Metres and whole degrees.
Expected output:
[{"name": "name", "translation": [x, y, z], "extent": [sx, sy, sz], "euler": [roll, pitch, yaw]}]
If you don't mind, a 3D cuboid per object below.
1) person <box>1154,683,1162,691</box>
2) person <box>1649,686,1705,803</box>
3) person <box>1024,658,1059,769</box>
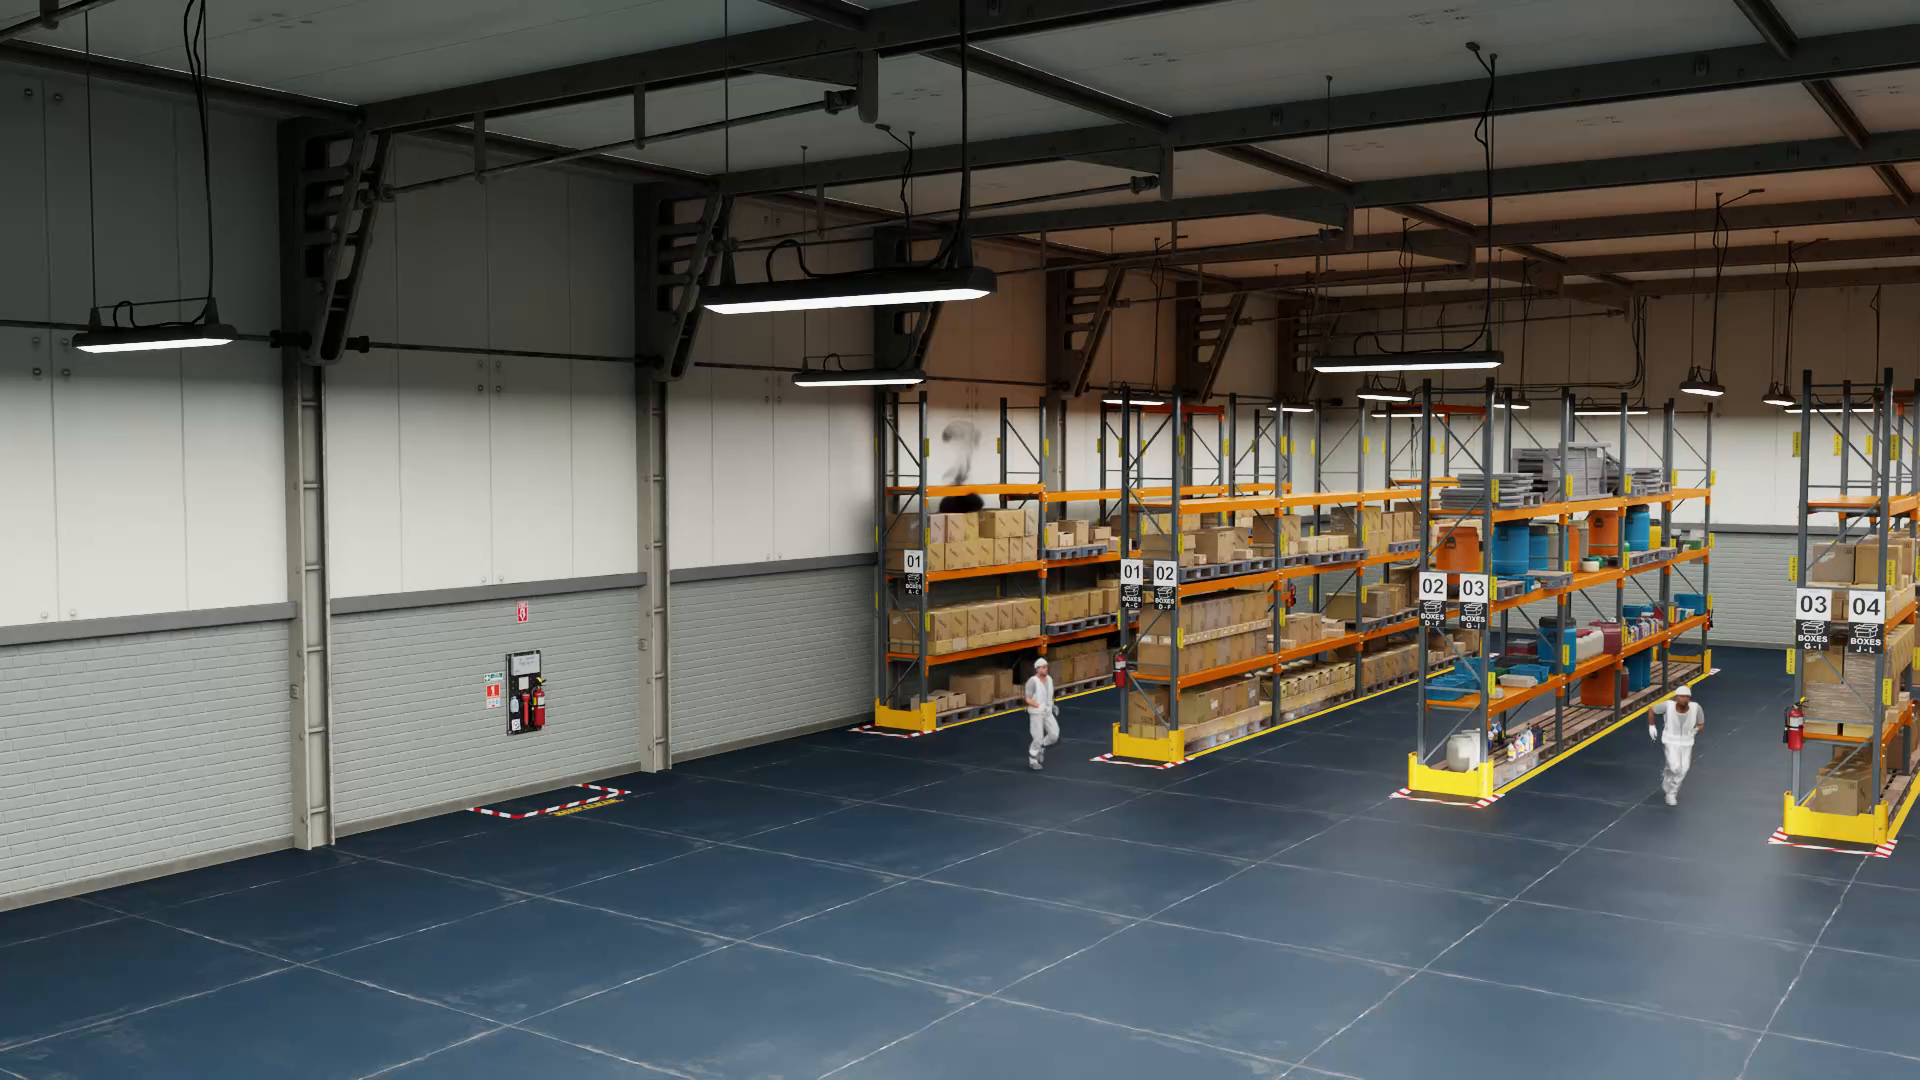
[{"name": "person", "translation": [3.823, 2.450, 31.283], "extent": [0.612, 1.653, 0.542], "euler": [3, 4, 39]}, {"name": "person", "translation": [10.013, 2.864, 23.184], "extent": [0.667, 1.697, 0.743], "euler": [0, 3, 6]}, {"name": "person", "translation": [1.303, 2.696, 25.775], "extent": [0.661, 1.735, 0.642], "euler": [-2, 4, -35]}]
